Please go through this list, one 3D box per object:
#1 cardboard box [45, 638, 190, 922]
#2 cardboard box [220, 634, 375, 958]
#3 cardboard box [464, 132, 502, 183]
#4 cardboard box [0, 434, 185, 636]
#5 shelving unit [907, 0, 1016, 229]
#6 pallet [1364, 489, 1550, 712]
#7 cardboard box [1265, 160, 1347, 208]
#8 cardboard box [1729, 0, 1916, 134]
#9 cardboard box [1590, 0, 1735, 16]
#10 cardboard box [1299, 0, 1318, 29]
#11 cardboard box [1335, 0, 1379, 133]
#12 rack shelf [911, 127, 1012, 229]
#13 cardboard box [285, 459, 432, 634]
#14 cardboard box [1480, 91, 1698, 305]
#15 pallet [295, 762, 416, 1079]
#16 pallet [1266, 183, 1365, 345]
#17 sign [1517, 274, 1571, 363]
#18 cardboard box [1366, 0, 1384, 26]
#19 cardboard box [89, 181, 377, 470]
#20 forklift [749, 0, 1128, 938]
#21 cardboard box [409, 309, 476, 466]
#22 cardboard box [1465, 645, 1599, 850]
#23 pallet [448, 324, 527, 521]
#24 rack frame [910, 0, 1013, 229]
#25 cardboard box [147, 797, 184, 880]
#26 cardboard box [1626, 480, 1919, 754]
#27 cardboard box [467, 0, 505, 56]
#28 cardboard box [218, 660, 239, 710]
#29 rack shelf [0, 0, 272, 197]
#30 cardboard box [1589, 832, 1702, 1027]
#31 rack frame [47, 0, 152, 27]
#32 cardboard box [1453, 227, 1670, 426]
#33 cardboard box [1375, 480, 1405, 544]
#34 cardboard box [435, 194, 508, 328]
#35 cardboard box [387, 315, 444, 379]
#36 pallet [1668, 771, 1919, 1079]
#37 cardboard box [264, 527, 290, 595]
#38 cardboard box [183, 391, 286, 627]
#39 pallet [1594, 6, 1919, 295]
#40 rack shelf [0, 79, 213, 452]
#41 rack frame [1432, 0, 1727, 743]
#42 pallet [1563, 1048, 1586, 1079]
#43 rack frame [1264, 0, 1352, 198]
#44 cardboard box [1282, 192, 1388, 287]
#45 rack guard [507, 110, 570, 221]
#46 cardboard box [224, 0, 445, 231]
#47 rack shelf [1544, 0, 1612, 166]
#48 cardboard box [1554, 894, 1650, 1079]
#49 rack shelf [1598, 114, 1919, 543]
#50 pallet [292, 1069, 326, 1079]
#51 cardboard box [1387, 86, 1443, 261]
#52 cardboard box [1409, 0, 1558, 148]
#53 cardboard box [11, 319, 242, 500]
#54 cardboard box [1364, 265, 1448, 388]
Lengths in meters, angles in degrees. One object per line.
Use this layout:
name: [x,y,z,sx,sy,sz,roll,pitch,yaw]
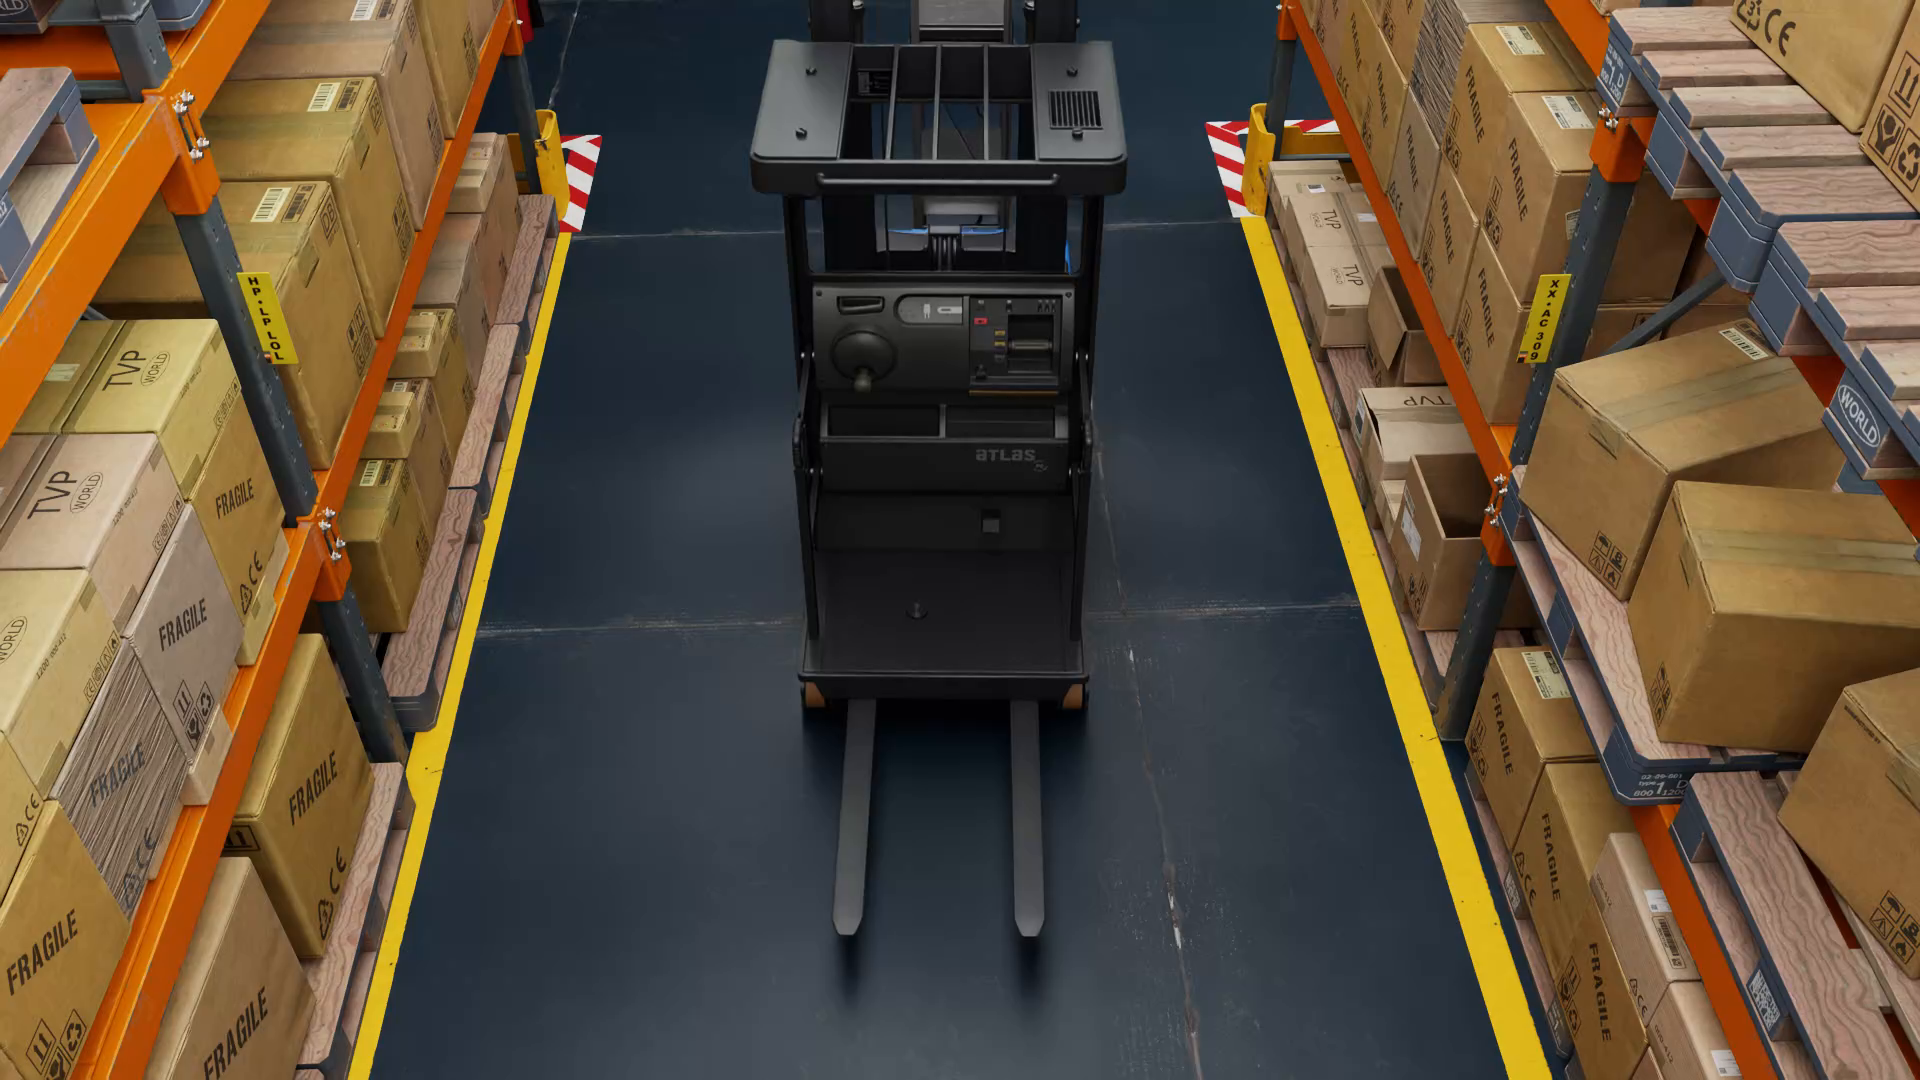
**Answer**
cardboard box: [-2.288,0.597,4.070,0.500,0.500,0.500,-2,43,-2]
cardboard box: [-2.446,0.835,5.399,0.750,0.750,0.750,-1,43,-1]
cardboard box: [-2.456,-1.859,8.117,0.380,0.149,0.250,-2,43,-2]
cardboard box: [-2.316,-0.014,4.182,0.500,0.250,0.500,-1,43,-1]
shelving unit: [0.008,-1.524,7.358,0.431,2.100,0.503,0,43,0]
pallet: [2.317,0.182,6.895,1.003,0.211,1.213,-2,43,-2]
cardboard box: [1.850,-1.901,8.888,0.380,0.149,0.250,-2,43,-2]
cardboard box: [2.293,-1.374,3.851,0.600,0.600,0.600,-5,43,-6]
cardboard box: [2.059,-1.753,4.834,0.500,0.250,0.500,-2,43,-2]
cardboard box: [1.931,-2.812,8.024,0.500,0.500,0.500,-1,43,-1]
cardboard box: [1.977,-2.125,7.274,0.500,0.500,0.500,-2,43,-2]
rack shelf: [0.008,-1.514,7.368,0.431,0.518,0.480,0,43,0]
cardboard box: [-2.533,0.022,6.546,0.700,0.500,0.500,-1,43,-1]
cardboard box: [2.065,-1.121,5.440,0.500,0.500,0.500,-1,43,-2]
pallet: [-2.495,1.309,5.665,1.003,0.211,1.213,-2,43,-2]
pallet: [2.214,-1.465,8.692,1.003,0.211,1.213,-2,43,-2]
sign: [1.804,-0.680,5.132,0.100,0.325,0.005,-2,43,-2]
cardboard box: [1.977,-2.490,6.933,0.500,0.500,0.500,-1,43,-1]
cardboard box: [-2.610,-0.715,5.588,0.980,0.700,0.700,-1,43,-1]
forklift: [-0.058,-0.632,5.770,1.130,2.935,3.031,0,43,0]
cardboard box: [-2.570,-0.664,7.294,0.700,0.500,0.500,-1,43,-1]
cardboard box: [2.123,0.711,5.779,0.500,0.500,0.500,-3,43,-4]
pallet: [-2.612,-0.551,7.695,1.003,0.211,1.213,-2,43,-2]
rack frame: [0.006,-1.359,7.178,0.400,2.100,0.015,0,43,0]
cardboard box: [-2.292,0.757,4.375,0.380,0.149,0.250,-2,43,-2]
cardboard box: [2.235,0.215,4.411,0.700,0.500,0.500,5,43,5]
cardboard box: [-2.742,-2.704,7.758,0.980,0.700,0.700,0,43,0]
cardboard box: [-2.306,0.414,4.750,0.380,0.149,0.250,0,43,0]
rack shelf: [-2.688,-2.428,5.992,1.077,0.370,4.000,-2,43,-2]
cardboard box: [2.165,1.109,4.789,0.500,0.250,0.500,-2,43,-2]
rack frame: [-2.604,-2.449,3.262,1.000,3.000,0.127,-2,43,-2]
cardboard box: [2.068,-0.749,5.773,0.500,0.500,0.500,-1,43,-1]
cardboard box: [1.962,-0.121,6.947,0.380,0.149,0.250,-2,43,-2]
cardboard box: [-2.622,-1.364,8.057,0.700,0.500,0.500,-2,43,-2]
cardboard box: [-2.387,-0.806,6.969,0.380,0.149,0.250,-3,43,-3]
pallet: [2.428,1.076,3.998,1.003,0.211,1.213,-2,43,-2]
cardboard box: [-2.306,0.068,5.127,0.380,0.149,0.250,-1,43,-1]
cardboard box: [-2.332,-0.087,4.816,0.500,0.500,0.500,-2,43,-2]
pallet: [2.303,-0.976,4.014,1.213,0.211,1.003,-2,43,-2]
rack shelf: [-2.519,0.272,3.046,1.077,0.370,4.000,-2,43,-2]
rack frame: [2.346,-0.382,5.447,1.000,3.000,0.127,-2,43,-2]
pallet: [2.473,2.020,4.891,1.003,0.211,1.213,-2,43,-2]
rack frame: [2.176,-3.082,8.393,1.000,3.000,0.127,-2,43,-2]
cardboard box: [1.937,-1.518,8.396,0.500,0.250,0.500,-2,43,-2]
rack guard: [-2.774,-2.032,9.097,1.175,0.500,0.348,-2,43,-2]
cardboard box: [-2.677,-1.699,6.661,0.980,0.700,0.700,-4,43,-4]
rack shelf: [2.261,-2.573,6.149,1.077,0.370,4.000,-2,43,-2]
cardboard box: [2.170,1.408,5.018,0.500,0.500,0.500,-1,43,-1]
rack shelf: [2.430,0.128,3.203,1.077,0.370,4.000,-2,43,-2]
pallet: [-2.441,2.135,4.765,1.003,0.211,1.213,-2,43,-2]
cardboard box: [2.021,-1.444,6.531,0.500,0.500,0.500,-1,43,-1]
cardboard box: [2.020,-1.807,6.188,0.500,0.500,0.500,-1,43,-1]
cardboard box: [-2.328,-0.360,4.559,0.500,0.250,0.500,-1,43,-1]
cardboard box: [2.261,-0.892,7.525,0.797,0.503,0.637,-2,43,-2]
